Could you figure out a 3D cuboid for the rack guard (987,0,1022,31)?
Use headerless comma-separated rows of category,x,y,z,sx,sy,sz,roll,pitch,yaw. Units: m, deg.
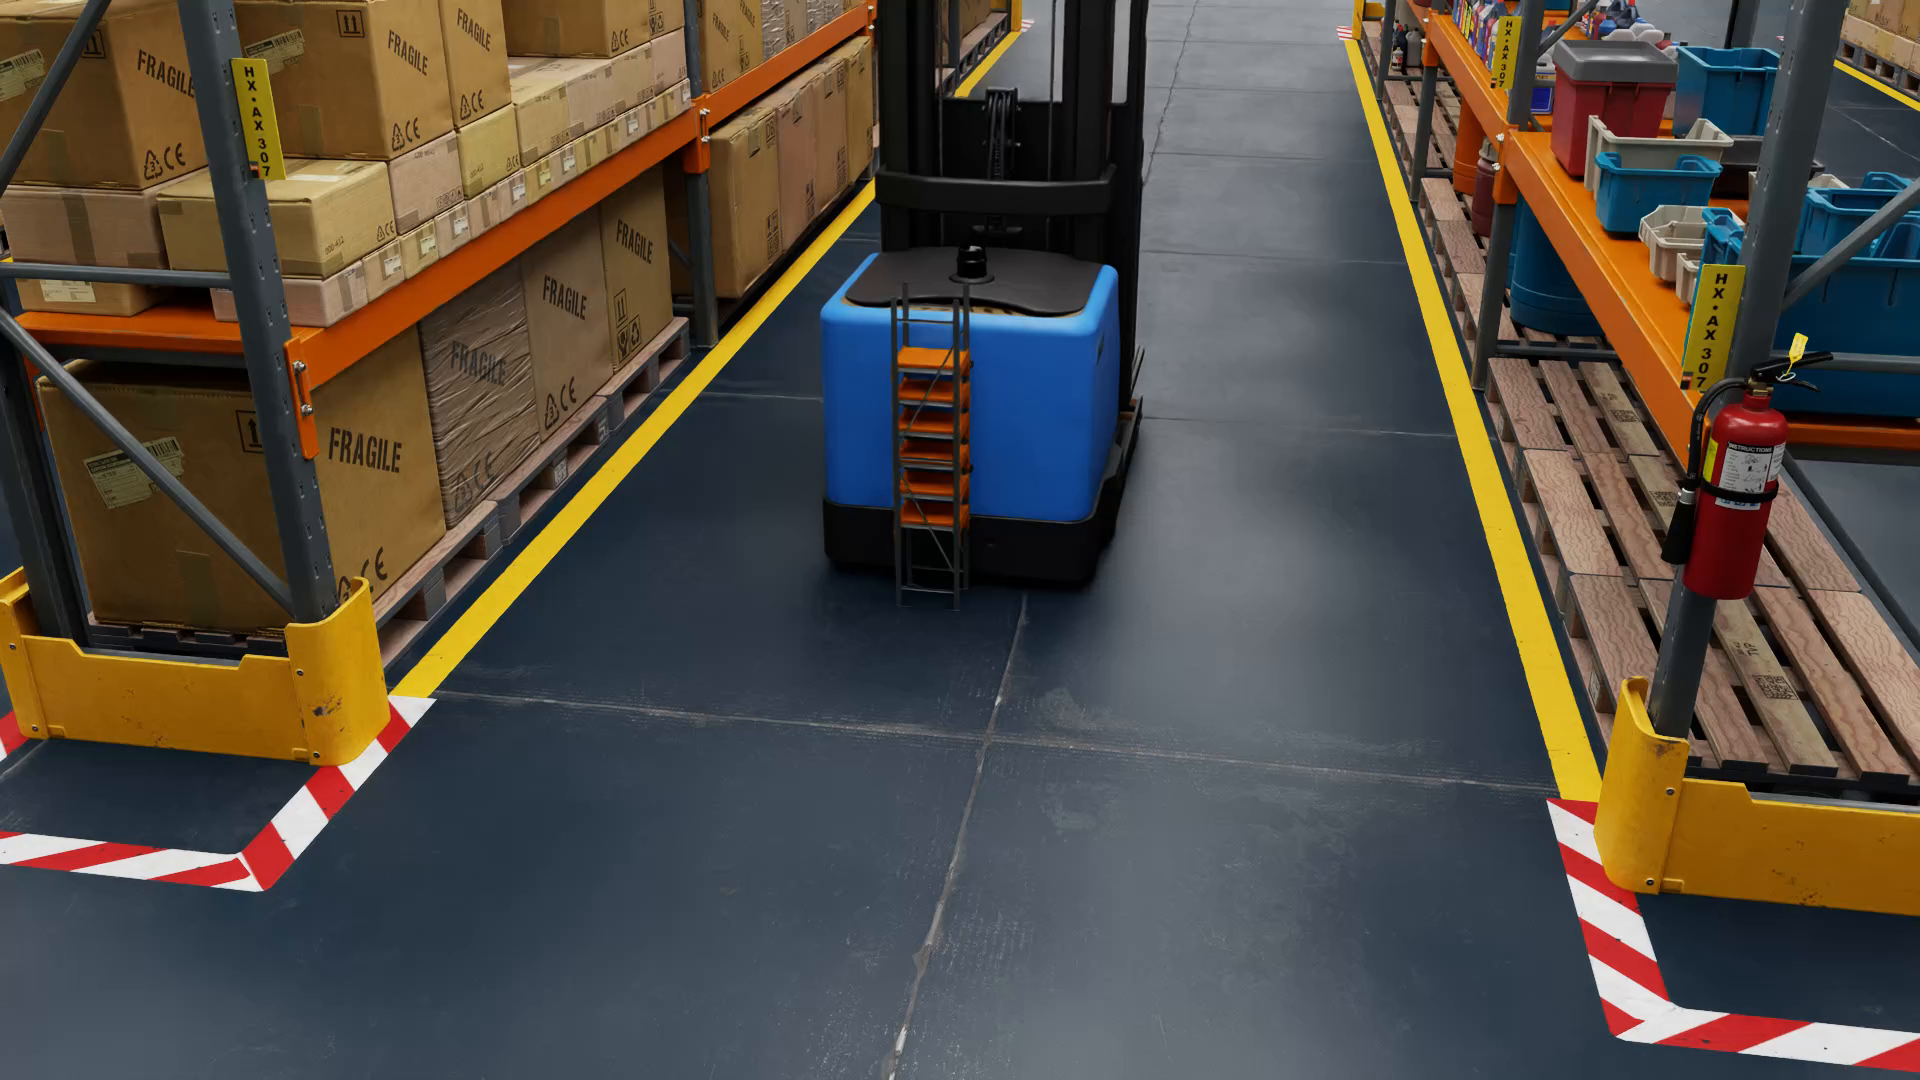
rack guard,0.135,-6.292,19.602,1.175,0.500,0.348,4,25,9

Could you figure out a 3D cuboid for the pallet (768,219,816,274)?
pallet,-1.565,-2.013,10.803,1.003,0.211,1.213,4,25,9

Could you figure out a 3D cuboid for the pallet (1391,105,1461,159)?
pallet,4.093,-3.334,13.623,1.003,0.211,1.213,4,25,9

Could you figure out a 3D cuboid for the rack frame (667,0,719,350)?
rack frame,-1.814,-2.437,8.417,1.000,3.000,0.127,4,25,9

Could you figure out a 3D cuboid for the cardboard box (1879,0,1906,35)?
cardboard box,9.365,-5.216,16.219,0.500,0.500,0.500,4,25,9

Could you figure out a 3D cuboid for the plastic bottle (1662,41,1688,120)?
plastic bottle,3.457,-2.213,7.997,0.144,0.351,0.185,4,25,9

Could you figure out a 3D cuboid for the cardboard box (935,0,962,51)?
cardboard box,-0.315,-5.245,16.871,0.500,0.500,0.500,13,28,25

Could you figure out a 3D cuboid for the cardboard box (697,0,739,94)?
cardboard box,-1.492,-2.657,8.770,0.500,0.500,0.500,4,25,9

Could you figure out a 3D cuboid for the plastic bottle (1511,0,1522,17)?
plastic bottle,3.252,-2.985,9.647,0.144,0.351,0.185,4,25,9

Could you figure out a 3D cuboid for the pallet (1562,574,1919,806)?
pallet,2.592,0.500,5.433,1.003,0.211,1.213,4,25,9

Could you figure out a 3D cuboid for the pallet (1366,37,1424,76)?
pallet,4.728,-4.966,17.111,1.003,0.211,1.213,4,25,9

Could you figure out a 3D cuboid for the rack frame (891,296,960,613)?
rack frame,-0.120,-0.283,5.940,0.240,1.200,0.006,5,25,10

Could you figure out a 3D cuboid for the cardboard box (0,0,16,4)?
cardboard box,-6.046,-3.357,10.186,0.380,0.149,0.250,4,25,9

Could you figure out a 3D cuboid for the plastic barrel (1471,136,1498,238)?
plastic barrel,3.479,-2.186,10.232,0.600,0.588,0.708,4,25,9

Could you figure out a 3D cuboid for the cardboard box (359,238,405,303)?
cardboard box,-2.043,-0.883,5.394,0.380,0.149,0.250,4,25,8

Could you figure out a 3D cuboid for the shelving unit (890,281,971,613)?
shelving unit,-0.103,-0.322,6.022,0.258,1.200,0.189,5,25,10

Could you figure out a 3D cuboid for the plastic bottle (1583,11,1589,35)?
plastic bottle,3.991,-3.294,10.482,0.097,0.201,0.097,0,25,0

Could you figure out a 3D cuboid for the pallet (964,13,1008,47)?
pallet,-0.032,-5.823,18.942,1.003,0.211,1.213,4,25,9

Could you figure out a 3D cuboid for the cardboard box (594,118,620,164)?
cardboard box,-1.708,-1.742,7.230,0.380,0.149,0.250,4,25,10

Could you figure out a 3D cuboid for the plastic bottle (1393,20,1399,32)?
plastic bottle,4.285,-4.944,16.379,0.144,0.351,0.185,4,25,8

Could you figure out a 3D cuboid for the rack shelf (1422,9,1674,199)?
rack shelf,3.400,-2.604,9.624,1.077,0.370,4.000,4,25,9

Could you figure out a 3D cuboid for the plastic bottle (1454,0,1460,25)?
plastic bottle,3.291,-3.503,10.847,0.097,0.271,0.097,0,25,0

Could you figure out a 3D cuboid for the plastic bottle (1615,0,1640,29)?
plastic bottle,3.775,-2.871,9.403,0.144,0.351,0.185,4,25,9

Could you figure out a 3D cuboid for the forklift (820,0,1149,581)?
forklift,0.253,-1.773,7.080,1.130,2.935,3.031,5,25,10

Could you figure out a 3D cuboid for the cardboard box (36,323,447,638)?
cardboard box,-2.442,-0.265,5.789,0.875,0.875,0.875,4,25,9

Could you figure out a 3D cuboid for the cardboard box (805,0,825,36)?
cardboard box,-1.165,-3.506,10.584,0.500,0.500,0.500,3,25,7

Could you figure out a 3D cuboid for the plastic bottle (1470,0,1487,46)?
plastic bottle,3.140,-3.117,10.022,0.097,0.271,0.097,0,25,0

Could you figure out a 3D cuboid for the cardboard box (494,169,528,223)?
cardboard box,-1.876,-1.314,6.314,0.380,0.149,0.250,4,25,8

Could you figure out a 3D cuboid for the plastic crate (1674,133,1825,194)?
plastic crate,3.155,-1.509,6.690,0.437,0.125,0.590,4,25,9

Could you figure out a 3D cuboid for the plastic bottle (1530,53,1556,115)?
plastic bottle,2.818,-2.225,8.111,0.152,0.276,0.135,4,25,9

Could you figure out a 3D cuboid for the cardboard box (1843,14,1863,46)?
cardboard box,9.535,-5.294,17.270,0.500,0.250,0.500,4,25,9

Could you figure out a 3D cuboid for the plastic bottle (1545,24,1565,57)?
plastic bottle,3.042,-2.468,8.543,0.144,0.351,0.185,4,25,9

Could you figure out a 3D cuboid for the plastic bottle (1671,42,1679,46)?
plastic bottle,3.630,-2.402,8.495,0.097,0.271,0.097,0,25,0

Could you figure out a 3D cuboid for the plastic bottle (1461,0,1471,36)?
plastic bottle,3.194,-3.309,10.418,0.061,0.283,0.133,4,25,9

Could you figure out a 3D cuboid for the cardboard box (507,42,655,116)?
cardboard box,-1.709,-2.084,7.490,0.500,0.250,0.500,5,26,10

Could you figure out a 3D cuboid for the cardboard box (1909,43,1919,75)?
cardboard box,9.218,-4.457,15.482,0.500,0.250,0.500,4,25,9

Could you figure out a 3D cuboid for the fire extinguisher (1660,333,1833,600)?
fire extinguisher,1.946,-0.185,4.138,0.296,0.674,0.183,4,25,9

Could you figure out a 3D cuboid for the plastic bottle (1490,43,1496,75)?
plastic bottle,2.974,-2.661,9.131,0.097,0.201,0.097,0,25,0

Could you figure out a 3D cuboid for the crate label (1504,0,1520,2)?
crate label,4.156,-4.179,12.099,0.502,0.435,0.616,4,25,9

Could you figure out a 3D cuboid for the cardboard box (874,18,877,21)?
cardboard box,-0.628,-4.594,15.457,0.700,0.500,0.500,2,25,4

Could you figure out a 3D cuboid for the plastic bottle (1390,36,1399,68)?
plastic bottle,4.133,-4.633,15.794,0.061,0.283,0.133,5,26,11

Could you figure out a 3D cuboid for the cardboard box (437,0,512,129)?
cardboard box,-1.962,-1.778,5.953,0.500,0.500,0.500,3,25,7

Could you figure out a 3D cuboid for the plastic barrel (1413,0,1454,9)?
plastic barrel,3.504,-4.043,11.689,0.600,0.536,0.708,4,25,9

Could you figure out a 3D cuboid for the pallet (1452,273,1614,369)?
pallet,3.240,-1.150,8.959,1.003,0.211,1.213,4,25,9

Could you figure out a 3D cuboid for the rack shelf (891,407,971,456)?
rack shelf,-0.103,-0.390,5.990,0.258,0.103,0.180,5,25,10

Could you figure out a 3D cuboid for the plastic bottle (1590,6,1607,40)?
plastic bottle,3.722,-2.970,9.694,0.061,0.283,0.133,4,25,9

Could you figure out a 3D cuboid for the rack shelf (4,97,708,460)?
rack shelf,-2.140,-1.274,6.783,1.077,0.370,4.000,4,25,9

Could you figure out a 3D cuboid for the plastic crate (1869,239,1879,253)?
plastic crate,2.892,-0.728,4.893,0.416,0.233,0.300,4,25,9

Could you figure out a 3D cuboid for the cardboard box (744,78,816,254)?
cardboard box,-1.583,-2.307,10.152,1.225,0.875,0.875,3,25,7

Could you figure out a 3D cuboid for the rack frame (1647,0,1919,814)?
rack frame,2.419,-0.421,4.110,1.000,3.000,0.127,4,25,9

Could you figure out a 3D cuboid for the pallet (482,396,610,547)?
pallet,-2.212,-0.349,7.248,1.003,0.211,1.213,4,25,9

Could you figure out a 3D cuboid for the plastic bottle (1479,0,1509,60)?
plastic bottle,3.080,-2.939,9.549,0.144,0.351,0.185,4,25,9

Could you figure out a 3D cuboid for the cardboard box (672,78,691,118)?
cardboard box,-1.540,-2.173,8.150,0.380,0.149,0.250,4,25,9

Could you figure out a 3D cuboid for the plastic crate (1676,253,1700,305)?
plastic crate,2.435,-0.802,5.166,0.396,0.136,0.243,4,25,9

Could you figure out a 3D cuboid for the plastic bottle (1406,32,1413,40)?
plastic bottle,4.383,-4.775,16.107,0.152,0.276,0.135,4,25,9

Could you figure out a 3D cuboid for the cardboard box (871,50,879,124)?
cardboard box,-0.992,-3.691,13.527,0.700,0.500,0.500,2,25,4

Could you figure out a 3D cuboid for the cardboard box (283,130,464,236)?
cardboard box,-2.044,-1.230,5.667,0.500,0.250,0.500,4,25,8
